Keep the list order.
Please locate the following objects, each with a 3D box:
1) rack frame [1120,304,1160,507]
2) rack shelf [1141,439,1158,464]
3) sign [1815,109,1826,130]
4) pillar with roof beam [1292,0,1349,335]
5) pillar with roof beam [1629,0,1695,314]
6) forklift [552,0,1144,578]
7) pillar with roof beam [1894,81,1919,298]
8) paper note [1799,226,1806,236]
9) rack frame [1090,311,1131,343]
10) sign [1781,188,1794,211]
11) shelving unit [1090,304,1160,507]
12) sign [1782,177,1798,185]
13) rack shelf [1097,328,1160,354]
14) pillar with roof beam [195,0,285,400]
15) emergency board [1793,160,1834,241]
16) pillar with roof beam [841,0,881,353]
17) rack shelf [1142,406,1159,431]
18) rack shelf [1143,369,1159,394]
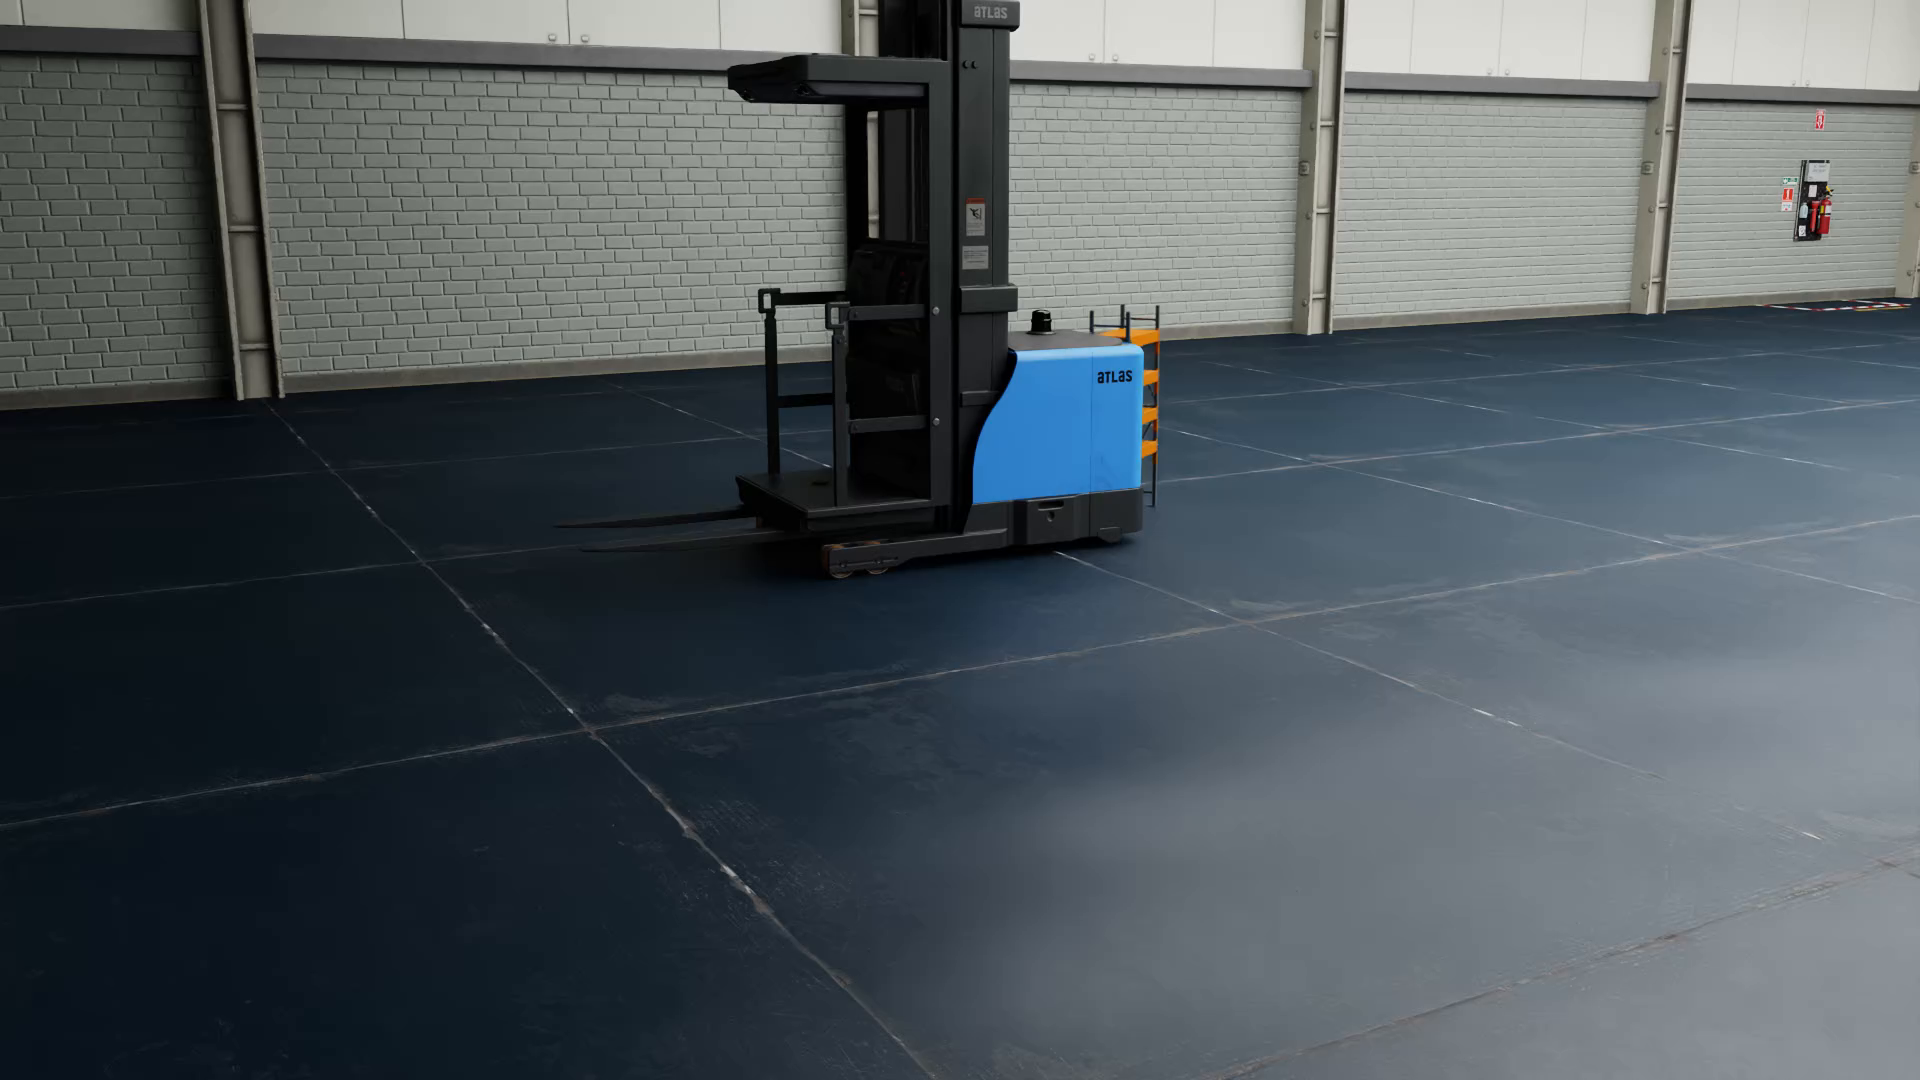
[{"bbox_3d":[1.065,-0.798,9.920,0.240,1.200,0.015,6,14,26],"label":"rack frame"},{"bbox_3d":[0.958,-0.491,9.764,0.258,0.148,0.480,6,14,26],"label":"rack shelf"},{"bbox_3d":[12.600,-6.157,24.358,0.199,0.298,0.001,-7,14,-28],"label":"sign"},{"bbox_3d":[6.372,-6.095,15.699,0.400,9.000,9.100,-7,14,-28],"label":"pillar with roof beam"},{"bbox_3d":[11.638,-6.727,18.503,0.400,9.000,9.100,-7,14,-28],"label":"pillar with roof beam"},{"bbox_3d":[-0.564,-1.371,8.524,3.031,2.935,1.130,-6,14,-25],"label":"forklift"},{"bbox_3d":[16.905,-7.358,21.308,0.400,9.000,9.100,-7,14,-28],"label":"pillar with roof beam"},{"bbox_3d":[12.466,-4.573,24.604,0.142,0.148,0.016,-7,14,-28],"label":"paper note"},{"bbox_3d":[0.849,-0.702,9.493,0.240,1.200,0.015,6,14,26],"label":"rack frame"},{"bbox_3d":[12.120,-4.987,24.357,0.234,0.329,0.001,-7,14,-28],"label":"sign"},{"bbox_3d":[0.957,-0.750,9.706,0.258,1.200,0.503,6,14,26],"label":"shelving unit"},{"bbox_3d":[12.128,-5.245,24.293,0.331,0.109,0.001,-7,14,-28],"label":"sign"},{"bbox_3d":[0.954,-1.134,9.621,0.258,0.148,0.480,6,14,26],"label":"rack shelf"},{"bbox_3d":[-4.161,-4.833,10.089,0.400,9.000,9.100,-7,14,-28],"label":"pillar with roof beam"},{"bbox_3d":[12.655,-5.008,24.531,0.643,1.169,0.194,-7,14,-28],"label":"emergency board"},{"bbox_3d":[1.106,-5.464,12.894,0.400,9.000,9.100,-7,14,-28],"label":"pillar with roof beam"},{"bbox_3d":[0.957,-0.685,9.721,0.258,0.148,0.480,6,14,26],"label":"rack shelf"},{"bbox_3d":[0.956,-0.903,9.672,0.258,0.148,0.480,6,14,26],"label":"rack shelf"}]
